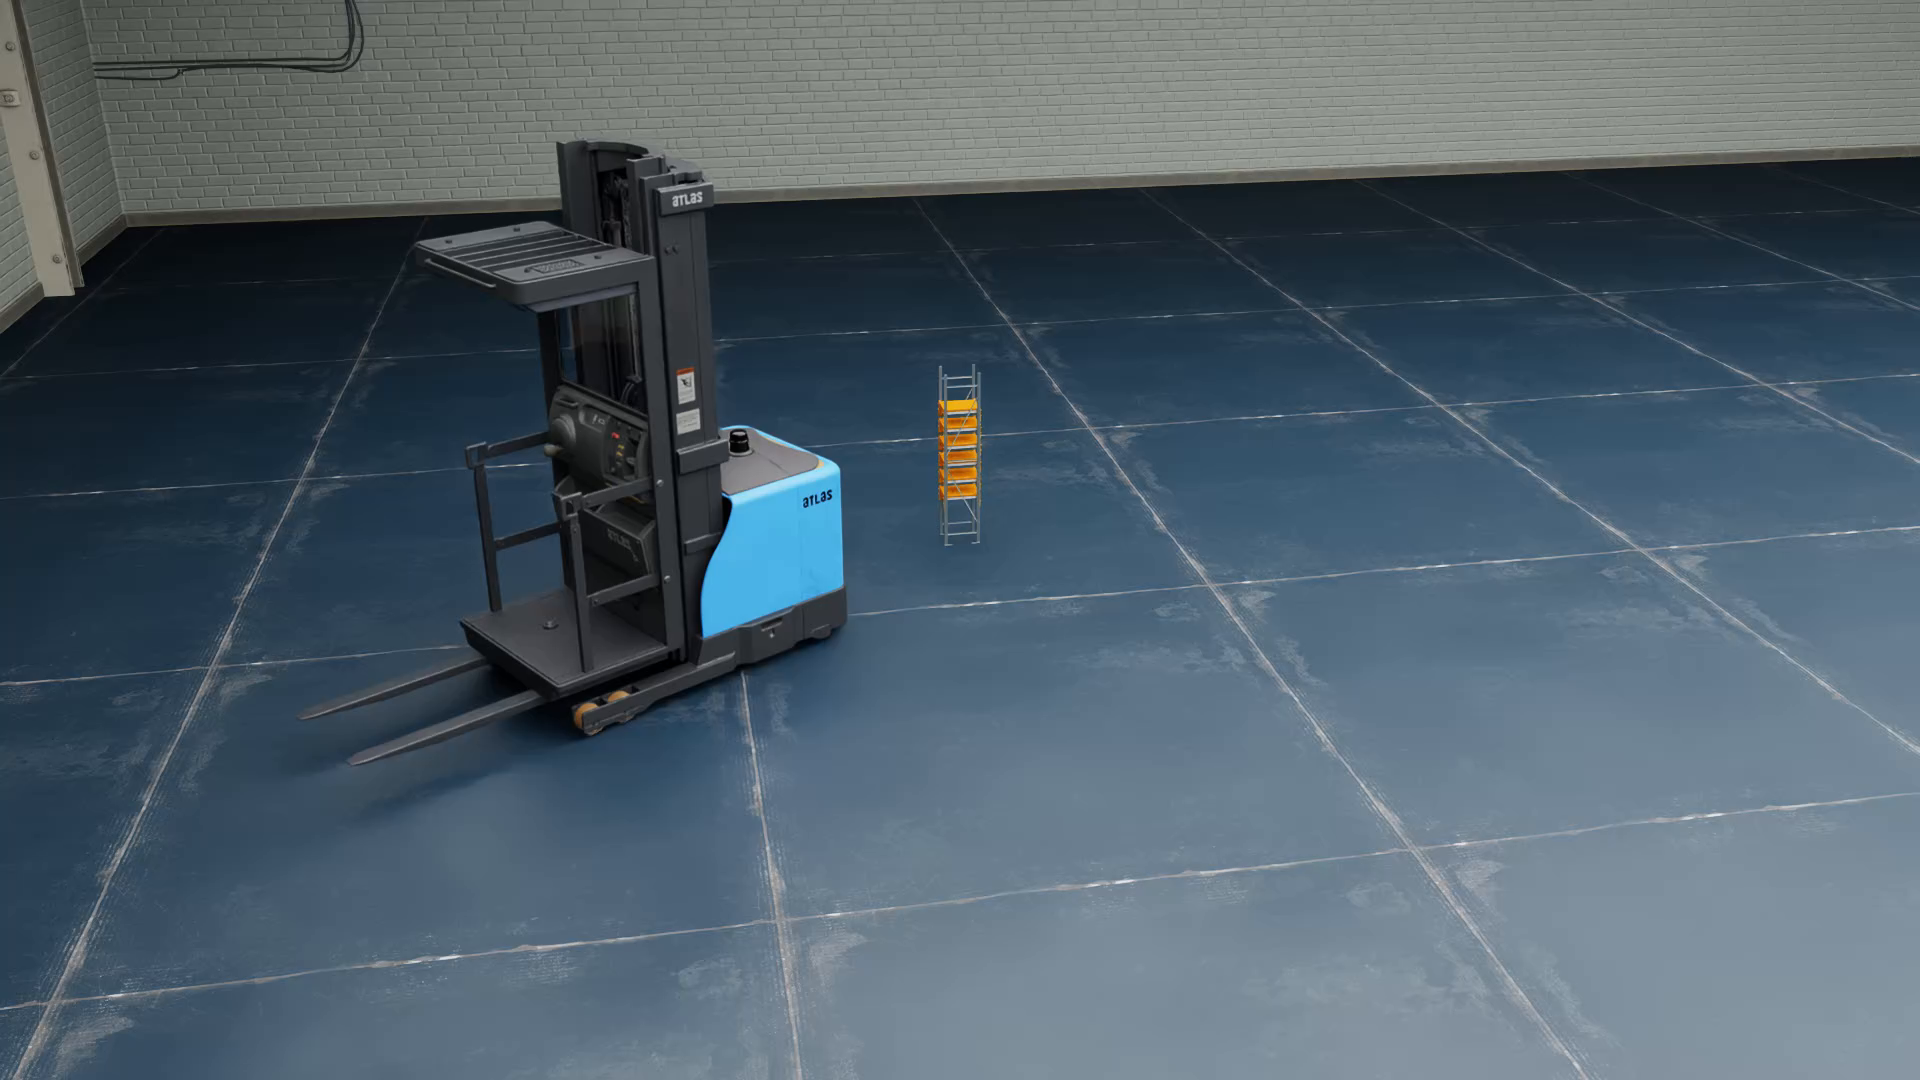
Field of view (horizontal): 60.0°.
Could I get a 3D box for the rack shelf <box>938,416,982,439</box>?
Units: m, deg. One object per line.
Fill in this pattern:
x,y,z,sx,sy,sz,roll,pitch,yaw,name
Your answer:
-0.003,-0.735,10.945,0.258,0.103,0.180,-4,24,-10,rack shelf

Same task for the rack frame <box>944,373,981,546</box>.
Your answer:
0.014,-0.520,10.940,0.240,1.200,0.006,-4,24,-10,rack frame

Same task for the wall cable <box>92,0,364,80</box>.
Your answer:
-8.478,-6.520,18.814,3.097,2.526,0.112,-4,24,-10,wall cable

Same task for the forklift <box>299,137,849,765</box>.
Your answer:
-2.090,-0.545,8.835,3.031,2.935,1.130,-20,31,-38,forklift

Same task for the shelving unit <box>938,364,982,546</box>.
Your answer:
-0.003,-0.556,11.023,0.258,1.200,0.189,-4,24,-10,shelving unit

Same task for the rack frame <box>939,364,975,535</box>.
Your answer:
-0.020,-0.592,11.105,0.240,1.200,0.006,-4,24,-10,rack frame

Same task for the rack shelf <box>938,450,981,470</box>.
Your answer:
-0.003,-0.515,11.041,0.258,0.103,0.180,-4,24,-10,rack shelf

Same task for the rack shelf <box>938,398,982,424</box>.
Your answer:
-0.003,-0.845,10.897,0.258,0.103,0.180,-4,24,-10,rack shelf

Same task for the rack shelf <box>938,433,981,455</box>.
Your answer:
-0.003,-0.625,10.993,0.258,0.103,0.180,-4,24,-10,rack shelf

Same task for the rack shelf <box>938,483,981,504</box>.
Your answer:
-0.003,-0.295,11.137,0.258,0.103,0.180,-4,24,-10,rack shelf

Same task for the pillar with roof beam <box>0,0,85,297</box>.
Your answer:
-5.002,-7.005,16.045,9.100,9.000,0.400,-4,24,-10,pillar with roof beam

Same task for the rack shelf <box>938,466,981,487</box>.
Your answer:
-0.003,-0.405,11.089,0.258,0.103,0.180,-4,24,-10,rack shelf
